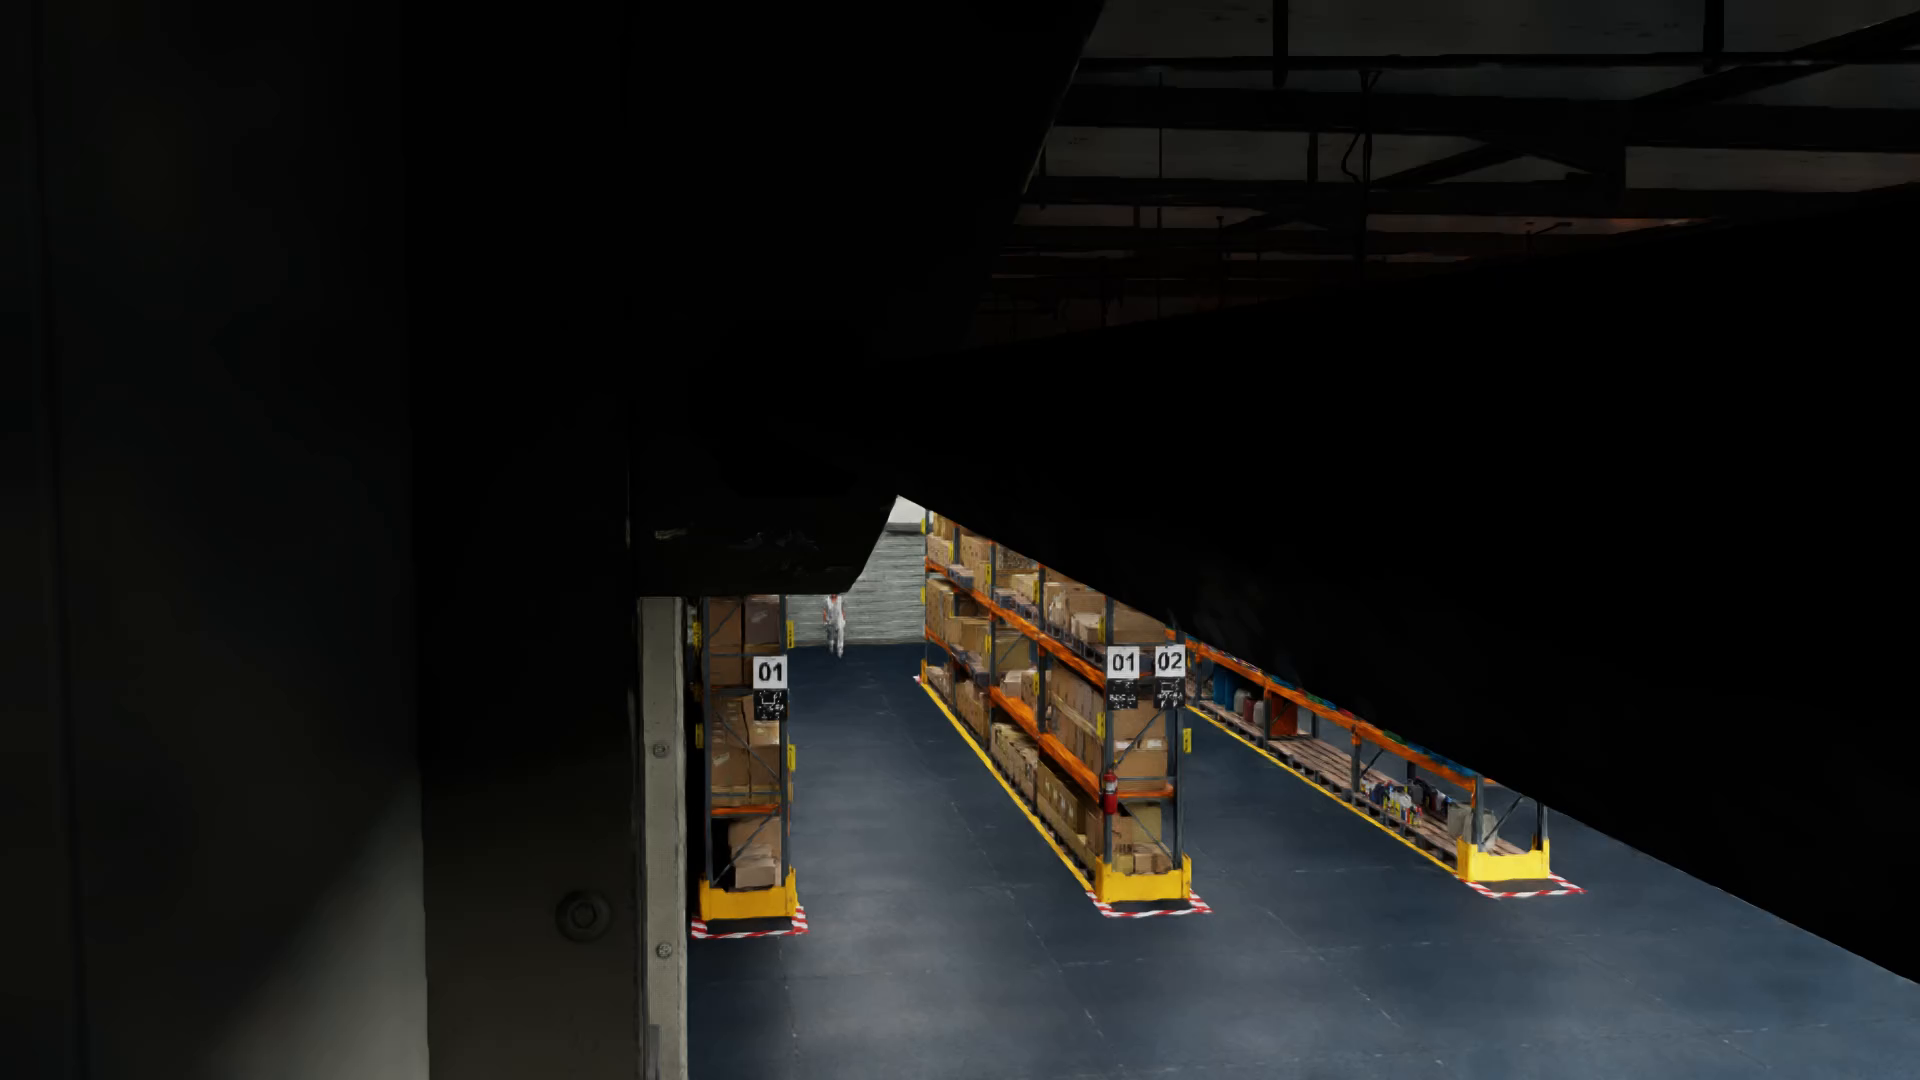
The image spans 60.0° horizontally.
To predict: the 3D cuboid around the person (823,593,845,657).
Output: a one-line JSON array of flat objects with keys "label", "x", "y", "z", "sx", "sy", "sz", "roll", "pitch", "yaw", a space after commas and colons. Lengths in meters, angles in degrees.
[{"label": "person", "x": -3.029, "y": 1.942, "z": 40.051, "sx": 0.553, "sy": 1.709, "sz": 1.123, "roll": -1, "pitch": 5, "yaw": -7}]
